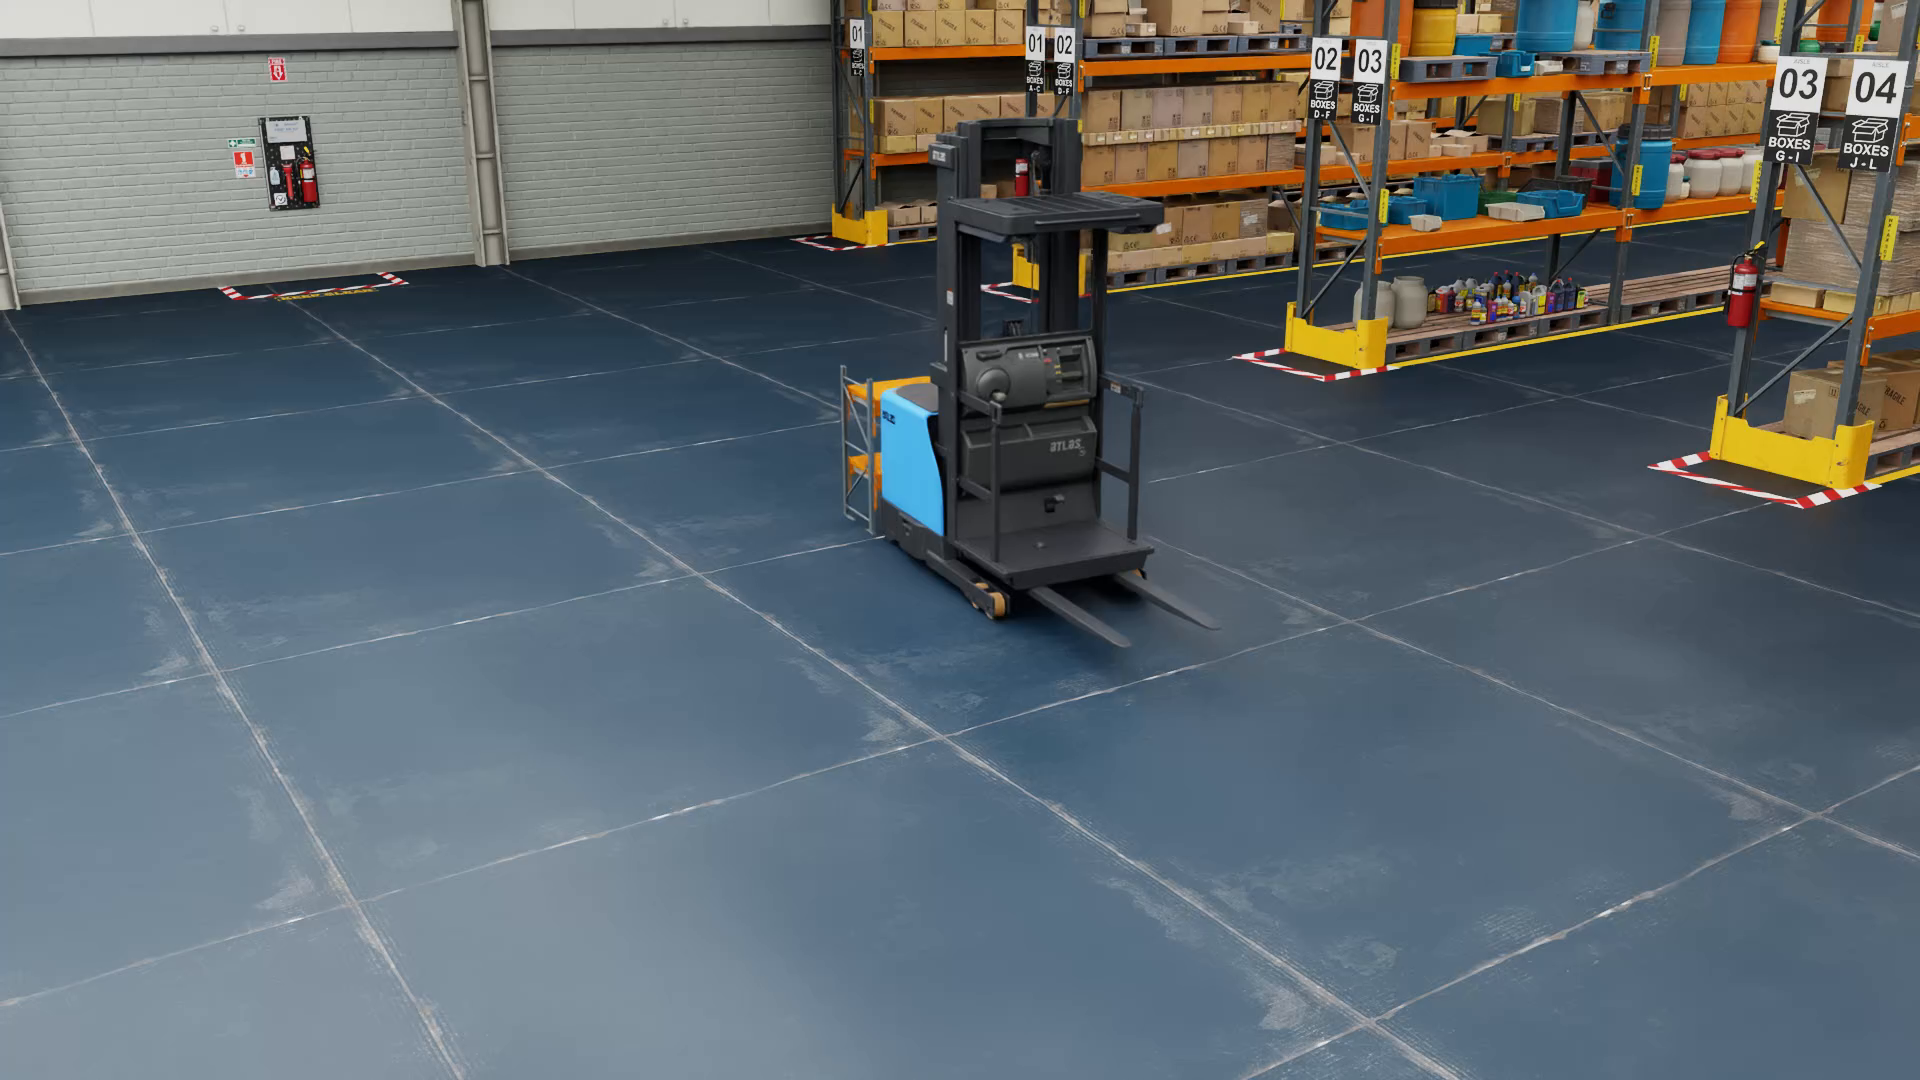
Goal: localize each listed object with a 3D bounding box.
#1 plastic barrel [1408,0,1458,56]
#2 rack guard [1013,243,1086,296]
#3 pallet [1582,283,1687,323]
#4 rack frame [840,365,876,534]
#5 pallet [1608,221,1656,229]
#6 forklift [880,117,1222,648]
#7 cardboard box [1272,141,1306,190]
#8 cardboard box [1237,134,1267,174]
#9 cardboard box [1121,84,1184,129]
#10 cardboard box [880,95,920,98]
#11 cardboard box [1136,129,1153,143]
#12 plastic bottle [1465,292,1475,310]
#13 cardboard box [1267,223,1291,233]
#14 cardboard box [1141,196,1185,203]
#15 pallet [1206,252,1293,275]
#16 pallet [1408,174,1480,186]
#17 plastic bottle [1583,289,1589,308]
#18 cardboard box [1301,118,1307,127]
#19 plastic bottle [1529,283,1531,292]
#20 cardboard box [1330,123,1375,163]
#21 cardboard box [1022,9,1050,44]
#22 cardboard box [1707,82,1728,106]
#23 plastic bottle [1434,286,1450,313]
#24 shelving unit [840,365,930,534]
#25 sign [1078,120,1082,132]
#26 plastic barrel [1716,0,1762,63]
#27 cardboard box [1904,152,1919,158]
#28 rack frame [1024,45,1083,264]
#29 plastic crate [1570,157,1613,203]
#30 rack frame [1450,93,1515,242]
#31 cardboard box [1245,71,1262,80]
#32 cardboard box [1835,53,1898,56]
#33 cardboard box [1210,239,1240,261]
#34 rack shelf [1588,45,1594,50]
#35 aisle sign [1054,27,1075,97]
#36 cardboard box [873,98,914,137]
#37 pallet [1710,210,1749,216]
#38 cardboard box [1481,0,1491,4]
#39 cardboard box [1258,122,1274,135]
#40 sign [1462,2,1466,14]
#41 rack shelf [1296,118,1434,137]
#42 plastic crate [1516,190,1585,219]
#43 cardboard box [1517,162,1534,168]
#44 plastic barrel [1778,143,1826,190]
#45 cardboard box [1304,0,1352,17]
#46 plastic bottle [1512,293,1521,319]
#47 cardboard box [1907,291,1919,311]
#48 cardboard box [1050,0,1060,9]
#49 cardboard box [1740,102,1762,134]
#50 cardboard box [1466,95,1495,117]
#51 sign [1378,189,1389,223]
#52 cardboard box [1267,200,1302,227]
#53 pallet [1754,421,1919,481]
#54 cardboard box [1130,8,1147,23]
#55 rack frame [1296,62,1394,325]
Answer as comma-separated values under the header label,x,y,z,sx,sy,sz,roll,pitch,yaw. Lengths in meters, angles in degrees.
label,x,y,z,sx,sy,sz,roll,pitch,yaw
plastic barrel,4.748,-5.245,16.943,0.600,0.588,0.600,0,19,0
rack guard,1.124,-3.439,21.135,0.348,0.500,1.175,-12,22,-31
pallet,7.841,-2.834,19.797,1.213,0.211,1.003,-12,22,-31
rack frame,-0.731,-0.649,11.908,0.032,1.125,0.500,-9,21,-26
pallet,10.508,-5.266,26.993,1.213,0.211,1.003,-12,22,-31
forklift,0.539,-1.061,10.307,1.130,2.935,3.031,-9,21,-25
cardboard box,5.785,-6.635,29.389,0.750,0.750,0.750,-12,22,-32
cardboard box,3.681,-5.204,22.299,0.500,0.500,0.700,-12,22,-32
cardboard box,2.442,-5.560,21.326,0.500,0.500,0.700,-12,22,-31
cardboard box,-0.881,-6.471,25.234,0.500,0.500,0.500,-12,22,-31
cardboard box,2.231,-5.128,21.060,0.250,0.149,0.380,-12,22,-32
plastic bottle,5.739,-2.692,18.707,0.097,0.201,0.097,0,19,0
cardboard box,4.672,-4.378,23.650,0.500,0.250,0.500,-12,22,-32
cardboard box,2.674,-4.320,22.307,0.500,0.500,0.500,-12,22,-31
pallet,3.798,-3.882,22.897,1.213,0.211,1.003,-12,22,-31
pallet,9.117,-6.857,31.698,1.213,0.211,1.003,-12,22,-31
plastic bottle,7.075,-2.741,18.853,0.097,0.201,0.097,0,19,0
cardboard box,5.984,-7.313,29.054,0.250,0.149,0.380,-11,22,-30
plastic bottle,6.614,-2.932,19.416,0.097,0.201,0.097,0,19,0
cardboard box,5.576,-5.603,23.477,0.500,0.500,0.500,-10,21,-28
cardboard box,1.042,-7.893,25.537,0.500,0.500,0.500,-14,23,-36
cardboard box,12.145,-7.360,27.116,0.500,0.500,0.500,-13,22,-33
plastic bottle,5.384,-2.697,18.606,0.135,0.276,0.152,-12,22,-31
shelving unit,-0.280,-0.724,12.129,1.048,1.125,0.538,-9,21,-26
sign,1.445,-4.925,20.154,0.005,0.325,0.100,-12,22,-31
plastic barrel,9.196,-6.133,19.849,0.708,0.830,0.600,-12,22,-31
cardboard box,7.620,-2.749,13.010,0.500,0.500,0.500,-12,22,-31
rack frame,1.144,-4.627,20.747,0.127,3.000,1.000,-12,22,-31
plastic crate,7.442,-4.203,19.395,0.583,0.464,0.402,-12,22,-31
rack frame,7.826,-6.036,24.916,0.127,3.000,1.000,-12,22,-31
cardboard box,5.334,-8.063,29.087,0.500,0.250,0.500,-11,22,-30
cardboard box,7.100,-3.740,13.051,0.250,0.149,0.380,-13,23,-34
cardboard box,3.386,-3.910,22.265,0.500,0.250,0.500,-12,22,-31
rack shelf,9.496,-7.469,25.592,4.000,0.370,1.077,-12,22,-31
aisle sign,1.258,-5.765,20.055,0.004,0.787,0.394,-12,22,-31
cardboard box,-1.019,-6.249,24.576,0.500,0.500,0.500,-12,22,-31
pallet,12.761,-5.756,28.443,1.213,0.211,1.003,-12,22,-31
cardboard box,9.614,-10.159,30.679,0.500,0.500,0.500,-12,22,-33
cardboard box,3.951,-5.491,22.135,0.250,0.149,0.380,-13,22,-33
sign,7.529,-7.848,24.783,0.005,0.325,0.100,-12,22,-31
rack shelf,6.769,-7.372,29.990,4.000,0.370,1.077,-12,22,-31
plastic crate,6.431,-3.668,18.143,0.616,0.251,0.499,-12,22,-31
cardboard box,10.832,-7.546,32.630,0.500,0.500,0.700,-12,22,-32
plastic barrel,10.326,-4.612,20.491,0.708,0.536,0.600,-12,22,-31
cardboard box,5.022,-7.334,22.478,0.500,0.500,0.500,-12,22,-31
plastic bottle,6.090,-2.567,18.227,0.097,0.271,0.097,0,19,0
cardboard box,7.395,-1.923,13.141,0.250,0.149,0.380,-12,22,-31
cardboard box,1.488,-8.447,25.614,0.500,0.500,0.500,-14,23,-36
cardboard box,13.011,-7.073,27.828,0.500,0.500,0.500,-12,22,-32
cardboard box,9.514,-8.425,31.515,0.700,0.700,0.980,-13,22,-33
sign,4.165,-3.285,16.345,0.005,0.325,0.100,-12,22,-31
cardboard box,4.666,-4.642,23.553,0.500,0.311,0.500,-12,22,-31
pallet,7.351,-0.803,13.789,1.213,0.211,1.003,-12,22,-31
cardboard box,2.426,-6.642,21.290,0.500,0.311,0.500,-9,21,-25
rack frame,3.866,-3.301,16.827,0.127,3.000,1.000,-12,22,-31
